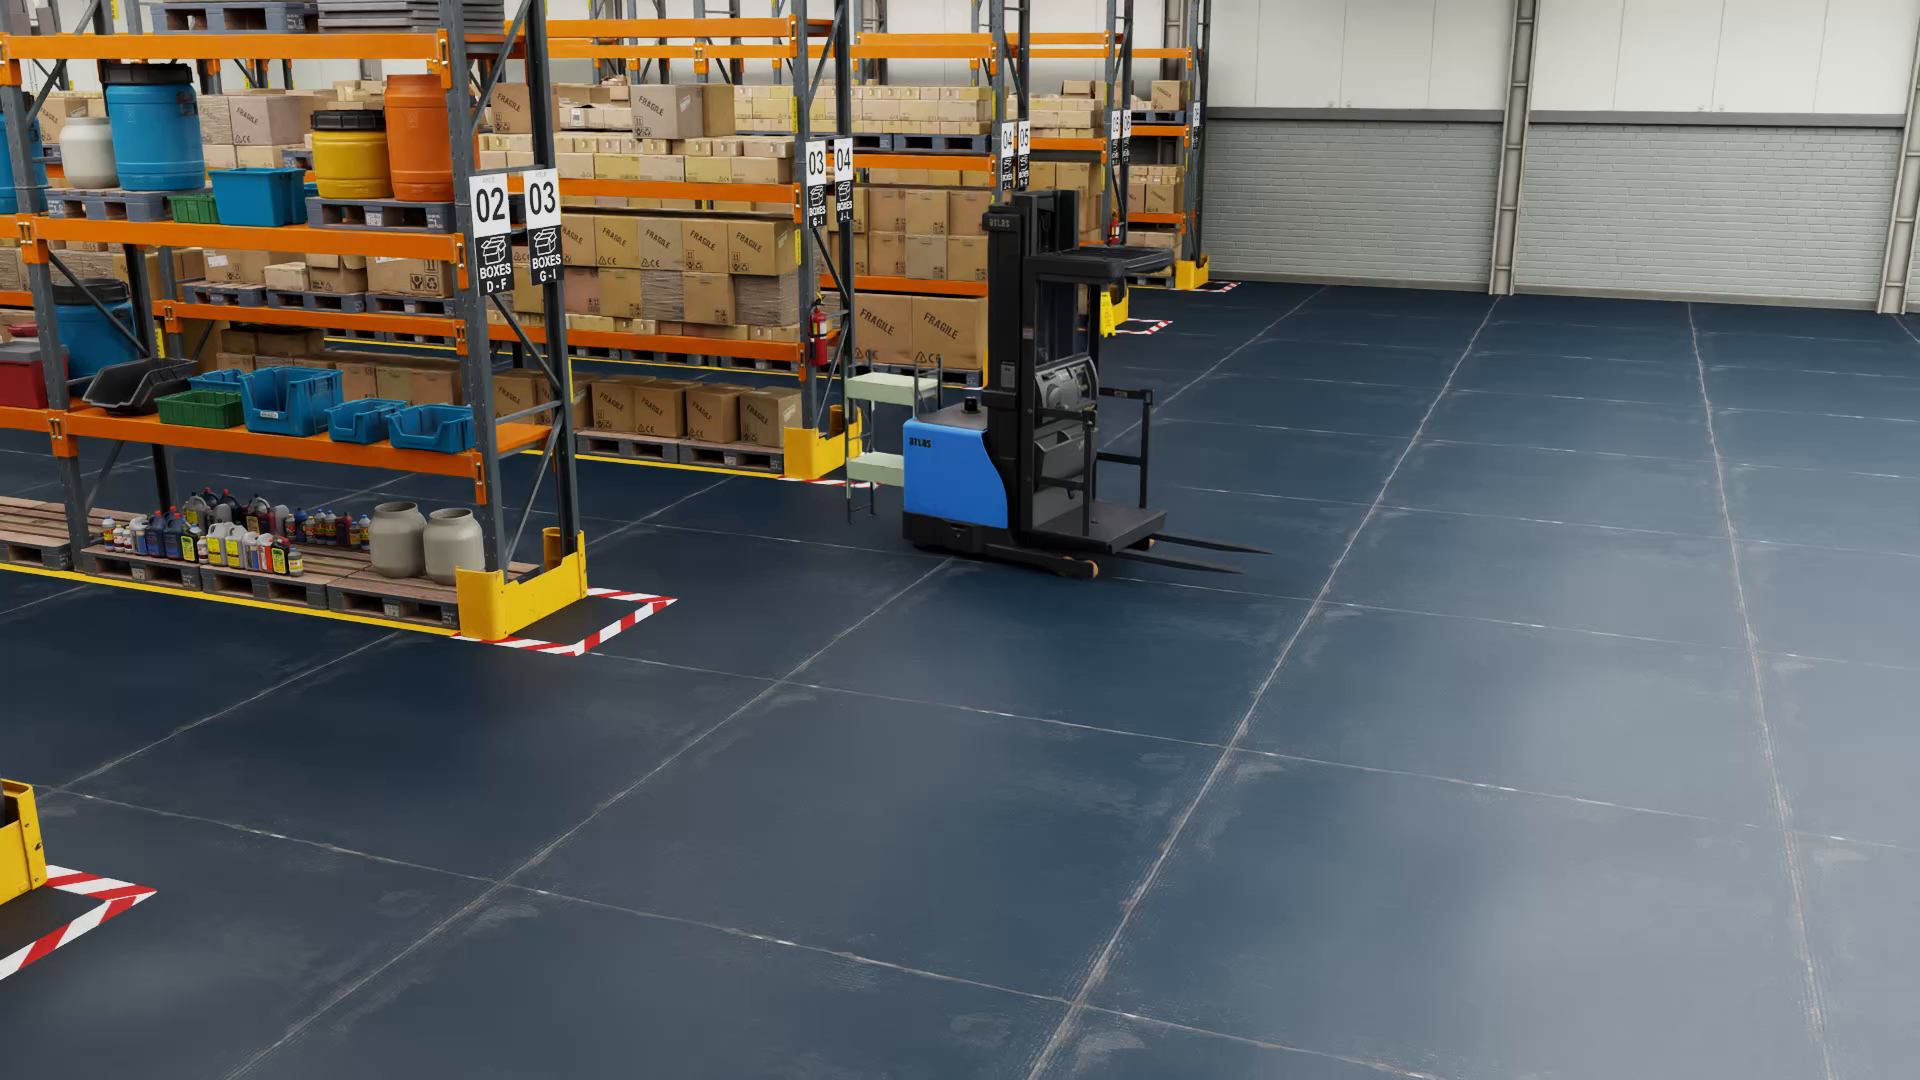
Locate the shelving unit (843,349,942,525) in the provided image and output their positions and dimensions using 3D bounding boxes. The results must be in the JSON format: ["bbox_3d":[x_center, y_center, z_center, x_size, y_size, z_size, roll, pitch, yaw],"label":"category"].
[{"bbox_3d":[-0.576,-0.848,14.404,0.755,1.500,0.431,10,19,31],"label":"shelving unit"}]

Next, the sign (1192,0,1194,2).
[{"bbox_3d":[3.945,-9.268,28.139,0.005,0.325,0.100,6,17,21],"label":"sign"}]

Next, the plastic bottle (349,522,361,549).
[{"bbox_3d":[-4.783,-0.041,13.165,0.097,0.201,0.097,0,16,0],"label":"plastic bottle"}]

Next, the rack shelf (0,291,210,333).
[{"bbox_3d":[-10.600,-2.859,19.932,4.000,0.370,1.077,6,17,21],"label":"rack shelf"}]

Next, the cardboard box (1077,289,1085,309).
[{"bbox_3d":[1.690,-3.787,26.017,0.500,0.250,0.500,6,17,20],"label":"cardboard box"}]

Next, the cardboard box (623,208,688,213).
[{"bbox_3d":[-3.104,-3.133,17.078,0.500,0.500,0.500,6,17,21],"label":"cardboard box"}]

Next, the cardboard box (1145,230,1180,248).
[{"bbox_3d":[3.614,-5.367,29.666,0.500,0.250,0.500,7,18,22],"label":"cardboard box"}]

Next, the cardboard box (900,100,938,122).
[{"bbox_3d":[-0.406,-5.248,20.292,0.500,0.250,0.500,6,17,21],"label":"cardboard box"}]

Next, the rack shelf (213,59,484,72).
[{"bbox_3d":[-8.686,-6.824,23.547,4.000,0.370,1.077,6,17,21],"label":"rack shelf"}]

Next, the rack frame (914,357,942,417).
[{"bbox_3d":[-0.268,-0.793,14.215,0.023,1.500,0.400,10,19,31],"label":"rack frame"}]

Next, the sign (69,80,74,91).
[{"bbox_3d":[-14.045,-7.102,26.288,0.005,0.325,0.100,6,17,21],"label":"sign"}]

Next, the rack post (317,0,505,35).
[{"bbox_3d":[-3.771,-3.648,11.496,0.954,0.300,0.937,8,18,27],"label":"rack post"}]

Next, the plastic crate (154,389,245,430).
[{"bbox_3d":[-5.676,-0.992,12.591,0.662,0.188,0.450,6,17,21],"label":"plastic crate"}]

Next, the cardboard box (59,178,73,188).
[{"bbox_3d":[-13.475,-5.601,25.579,0.500,0.500,0.500,7,18,22],"label":"cardboard box"}]

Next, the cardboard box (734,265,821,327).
[{"bbox_3d":[-1.799,-2.436,16.471,0.500,0.500,0.875,6,17,21],"label":"cardboard box"}]

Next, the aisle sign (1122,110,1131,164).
[{"bbox_3d":[2.510,-6.074,25.054,0.004,0.787,0.394,6,17,21],"label":"aisle sign"}]

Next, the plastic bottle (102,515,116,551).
[{"bbox_3d":[-6.700,-0.061,13.107,0.097,0.271,0.097,0,16,0],"label":"plastic bottle"}]

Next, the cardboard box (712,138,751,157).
[{"bbox_3d":[-2.164,-3.746,15.869,0.250,0.149,0.380,5,17,18],"label":"cardboard box"}]

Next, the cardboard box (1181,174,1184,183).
[{"bbox_3d":[3.936,-6.501,29.844,0.250,0.149,0.380,6,17,19],"label":"cardboard box"}]

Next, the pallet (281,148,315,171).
[{"bbox_3d":[-6.519,-4.137,18.001,1.003,0.211,1.213,6,17,21],"label":"pallet"}]

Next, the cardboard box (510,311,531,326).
[{"bbox_3d":[-4.458,-2.323,17.245,0.250,0.149,0.380,6,17,21],"label":"cardboard box"}]

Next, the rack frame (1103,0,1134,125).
[{"bbox_3d":[2.339,-7.633,24.325,0.127,3.000,1.000,6,17,21],"label":"rack frame"}]

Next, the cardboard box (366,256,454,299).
[{"bbox_3d":[-5.706,-3.198,17.980,1.000,1.000,1.000,6,17,21],"label":"cardboard box"}]

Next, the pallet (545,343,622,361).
[{"bbox_3d":[-4.989,-2.711,23.134,1.213,0.211,1.003,6,17,21],"label":"pallet"}]

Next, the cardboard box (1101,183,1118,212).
[{"bbox_3d":[2.647,-6.177,29.893,0.500,0.500,0.500,6,17,20],"label":"cardboard box"}]

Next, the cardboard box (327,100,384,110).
[{"bbox_3d":[-6.296,-4.452,17.811,0.637,0.503,0.797,7,18,23],"label":"cardboard box"}]

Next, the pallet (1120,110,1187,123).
[{"bbox_3d":[3.509,-7.517,29.463,1.213,0.211,1.003,6,17,21],"label":"pallet"}]

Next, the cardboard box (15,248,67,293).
[{"bbox_3d":[-10.708,-3.191,19.606,0.500,0.500,0.500,7,17,22],"label":"cardboard box"}]

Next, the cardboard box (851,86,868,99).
[{"bbox_3d":[-1.240,-5.512,20.489,0.250,0.149,0.380,6,17,21],"label":"cardboard box"}]

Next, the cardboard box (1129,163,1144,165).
[{"bbox_3d":[3.216,-6.720,30.063,0.250,0.149,0.380,6,17,21],"label":"cardboard box"}]

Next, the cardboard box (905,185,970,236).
[{"bbox_3d":[-0.260,-4.128,20.808,0.550,0.550,0.875,6,17,21],"label":"cardboard box"}]

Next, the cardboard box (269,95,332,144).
[{"bbox_3d":[-7.268,-4.640,18.321,0.500,0.500,0.500,7,17,22],"label":"cardboard box"}]

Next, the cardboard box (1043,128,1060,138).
[{"bbox_3d":[1.426,-6.088,24.836,0.250,0.149,0.380,7,18,22],"label":"cardboard box"}]

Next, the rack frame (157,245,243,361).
[{"bbox_3d":[-8.739,-3.000,19.127,0.127,3.000,1.000,6,17,21],"label":"rack frame"}]

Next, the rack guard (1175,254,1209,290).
[{"bbox_3d":[4.179,-4.837,29.937,0.348,0.500,1.175,6,17,21],"label":"rack guard"}]

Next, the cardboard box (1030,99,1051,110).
[{"bbox_3d":[1.229,-6.510,24.856,0.250,0.149,0.380,6,17,21],"label":"cardboard box"}]

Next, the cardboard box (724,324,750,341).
[{"bbox_3d":[-2.122,-2.074,16.389,0.250,0.149,0.380,6,17,21],"label":"cardboard box"}]

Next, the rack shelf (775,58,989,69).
[{"bbox_3d":[-1.425,-8.997,31.031,4.000,0.370,1.077,6,17,21],"label":"rack shelf"}]

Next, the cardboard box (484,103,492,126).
[{"bbox_3d":[-6.233,-5.792,22.592,0.500,0.311,0.500,6,17,21],"label":"cardboard box"}]

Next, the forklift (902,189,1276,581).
[{"bbox_3d":[1.033,-1.252,13.229,3.031,2.935,1.130,10,19,31],"label":"forklift"}]

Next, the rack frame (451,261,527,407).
[{"bbox_3d":[-5.018,-2.591,17.717,0.127,3.000,1.000,6,17,21],"label":"rack frame"}]

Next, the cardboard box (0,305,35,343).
[{"bbox_3d":[-11.026,-2.439,20.252,0.875,0.875,1.225,6,17,19],"label":"cardboard box"}]

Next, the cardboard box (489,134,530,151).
[{"bbox_3d":[-4.556,-4.028,16.841,0.250,0.149,0.380,5,17,18],"label":"cardboard box"}]

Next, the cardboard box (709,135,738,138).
[{"bbox_3d":[-2.406,-3.947,16.564,0.250,0.149,0.380,6,17,20],"label":"cardboard box"}]

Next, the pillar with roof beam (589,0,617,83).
[{"bbox_3d":[-8.903,-9.336,30.193,0.400,9.000,9.100,6,17,21],"label":"pillar with roof beam"}]

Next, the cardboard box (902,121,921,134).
[{"bbox_3d":[-0.525,-5.051,20.331,0.250,0.149,0.380,6,17,21],"label":"cardboard box"}]

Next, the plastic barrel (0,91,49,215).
[{"bbox_3d":[-7.388,-2.983,12.790,0.708,0.901,0.600,6,17,21],"label":"plastic barrel"}]

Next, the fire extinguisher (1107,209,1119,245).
[{"bbox_3d":[2.276,-4.583,24.720,0.183,0.674,0.296,6,17,21],"label":"fire extinguisher"}]

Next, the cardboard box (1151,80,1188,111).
[{"bbox_3d":[3.656,-7.760,29.030,0.500,0.500,0.500,7,18,22],"label":"cardboard box"}]

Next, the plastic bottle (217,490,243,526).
[{"bbox_3d":[-5.952,-0.234,13.563,0.185,0.351,0.144,5,17,18],"label":"plastic bottle"}]

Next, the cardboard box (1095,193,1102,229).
[{"bbox_3d":[2.000,-5.063,25.520,0.500,0.500,0.500,6,17,20],"label":"cardboard box"}]

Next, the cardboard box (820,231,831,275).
[{"bbox_3d":[-1.778,-3.768,21.503,0.550,0.550,0.875,6,17,21],"label":"cardboard box"}]

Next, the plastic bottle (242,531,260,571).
[{"bbox_3d":[-5.337,0.079,12.619,0.135,0.276,0.152,6,17,19],"label":"plastic bottle"}]
